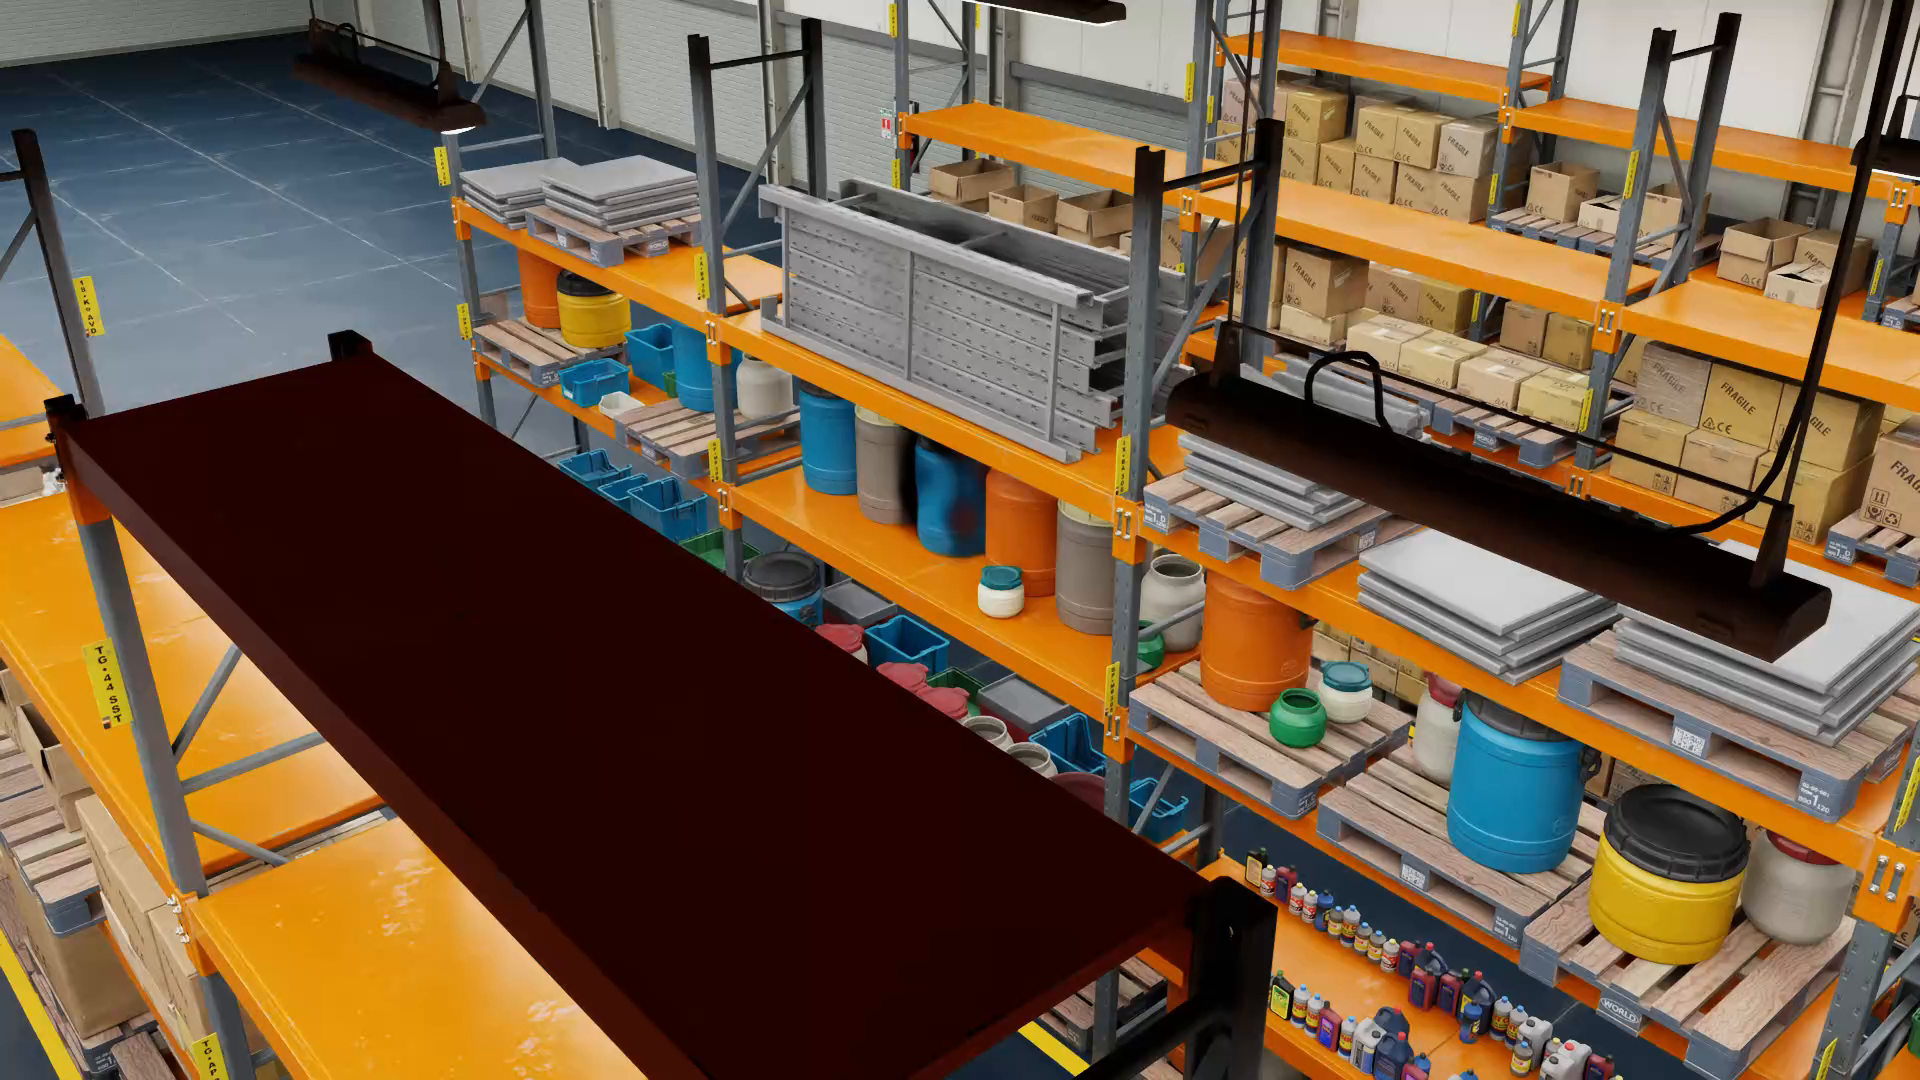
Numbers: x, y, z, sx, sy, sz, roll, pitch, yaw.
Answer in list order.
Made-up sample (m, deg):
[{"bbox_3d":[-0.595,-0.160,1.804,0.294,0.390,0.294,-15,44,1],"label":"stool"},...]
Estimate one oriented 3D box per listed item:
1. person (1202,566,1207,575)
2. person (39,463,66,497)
[{"bbox_3d":[2.098,0.806,14.143,0.807,1.680,0.698,9,28,17],"label":"person"},{"bbox_3d":[-8.577,-0.112,15.982,0.806,1.698,0.551,-10,29,-18],"label":"person"}]
